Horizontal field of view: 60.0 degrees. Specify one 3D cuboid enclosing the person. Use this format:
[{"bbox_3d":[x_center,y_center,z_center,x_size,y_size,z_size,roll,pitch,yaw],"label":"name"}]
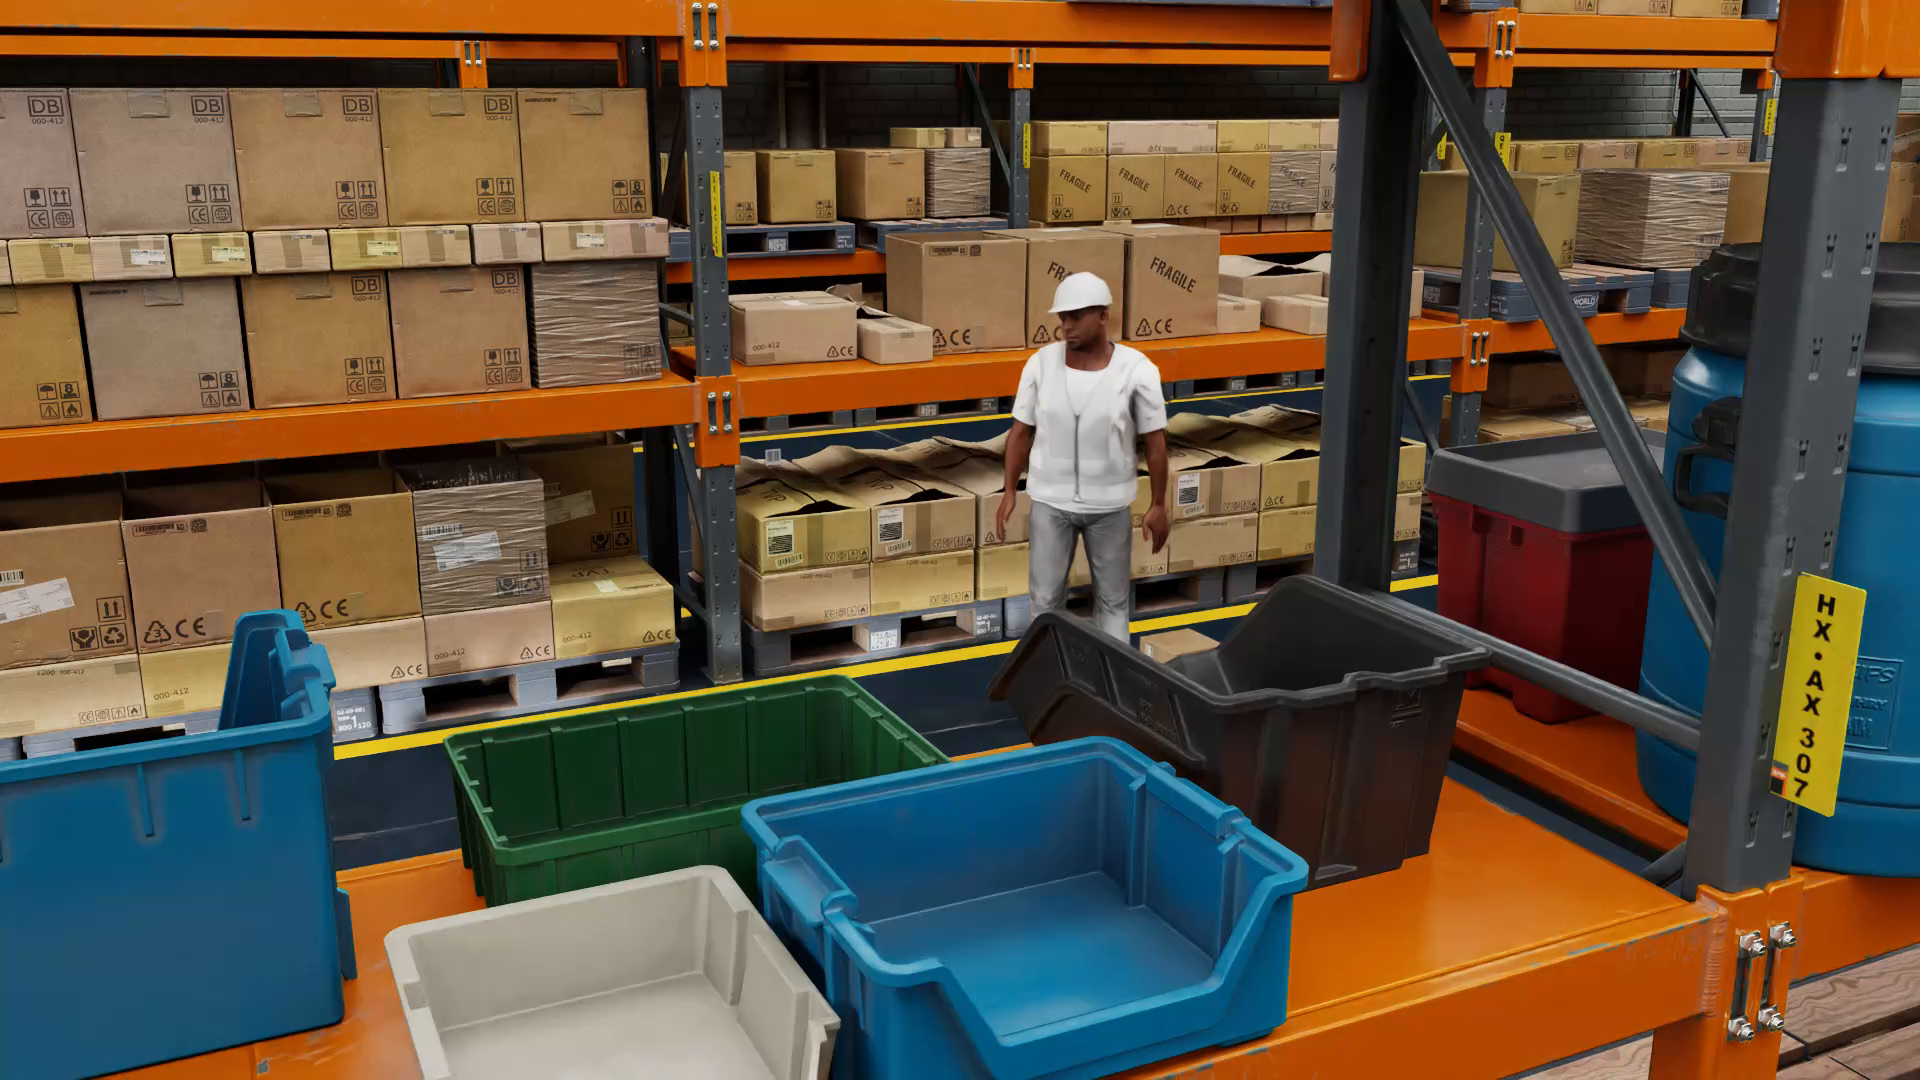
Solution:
[{"bbox_3d":[0.467,-0.130,6.383,0.668,1.768,0.531,3,15,10],"label":"person"}]
